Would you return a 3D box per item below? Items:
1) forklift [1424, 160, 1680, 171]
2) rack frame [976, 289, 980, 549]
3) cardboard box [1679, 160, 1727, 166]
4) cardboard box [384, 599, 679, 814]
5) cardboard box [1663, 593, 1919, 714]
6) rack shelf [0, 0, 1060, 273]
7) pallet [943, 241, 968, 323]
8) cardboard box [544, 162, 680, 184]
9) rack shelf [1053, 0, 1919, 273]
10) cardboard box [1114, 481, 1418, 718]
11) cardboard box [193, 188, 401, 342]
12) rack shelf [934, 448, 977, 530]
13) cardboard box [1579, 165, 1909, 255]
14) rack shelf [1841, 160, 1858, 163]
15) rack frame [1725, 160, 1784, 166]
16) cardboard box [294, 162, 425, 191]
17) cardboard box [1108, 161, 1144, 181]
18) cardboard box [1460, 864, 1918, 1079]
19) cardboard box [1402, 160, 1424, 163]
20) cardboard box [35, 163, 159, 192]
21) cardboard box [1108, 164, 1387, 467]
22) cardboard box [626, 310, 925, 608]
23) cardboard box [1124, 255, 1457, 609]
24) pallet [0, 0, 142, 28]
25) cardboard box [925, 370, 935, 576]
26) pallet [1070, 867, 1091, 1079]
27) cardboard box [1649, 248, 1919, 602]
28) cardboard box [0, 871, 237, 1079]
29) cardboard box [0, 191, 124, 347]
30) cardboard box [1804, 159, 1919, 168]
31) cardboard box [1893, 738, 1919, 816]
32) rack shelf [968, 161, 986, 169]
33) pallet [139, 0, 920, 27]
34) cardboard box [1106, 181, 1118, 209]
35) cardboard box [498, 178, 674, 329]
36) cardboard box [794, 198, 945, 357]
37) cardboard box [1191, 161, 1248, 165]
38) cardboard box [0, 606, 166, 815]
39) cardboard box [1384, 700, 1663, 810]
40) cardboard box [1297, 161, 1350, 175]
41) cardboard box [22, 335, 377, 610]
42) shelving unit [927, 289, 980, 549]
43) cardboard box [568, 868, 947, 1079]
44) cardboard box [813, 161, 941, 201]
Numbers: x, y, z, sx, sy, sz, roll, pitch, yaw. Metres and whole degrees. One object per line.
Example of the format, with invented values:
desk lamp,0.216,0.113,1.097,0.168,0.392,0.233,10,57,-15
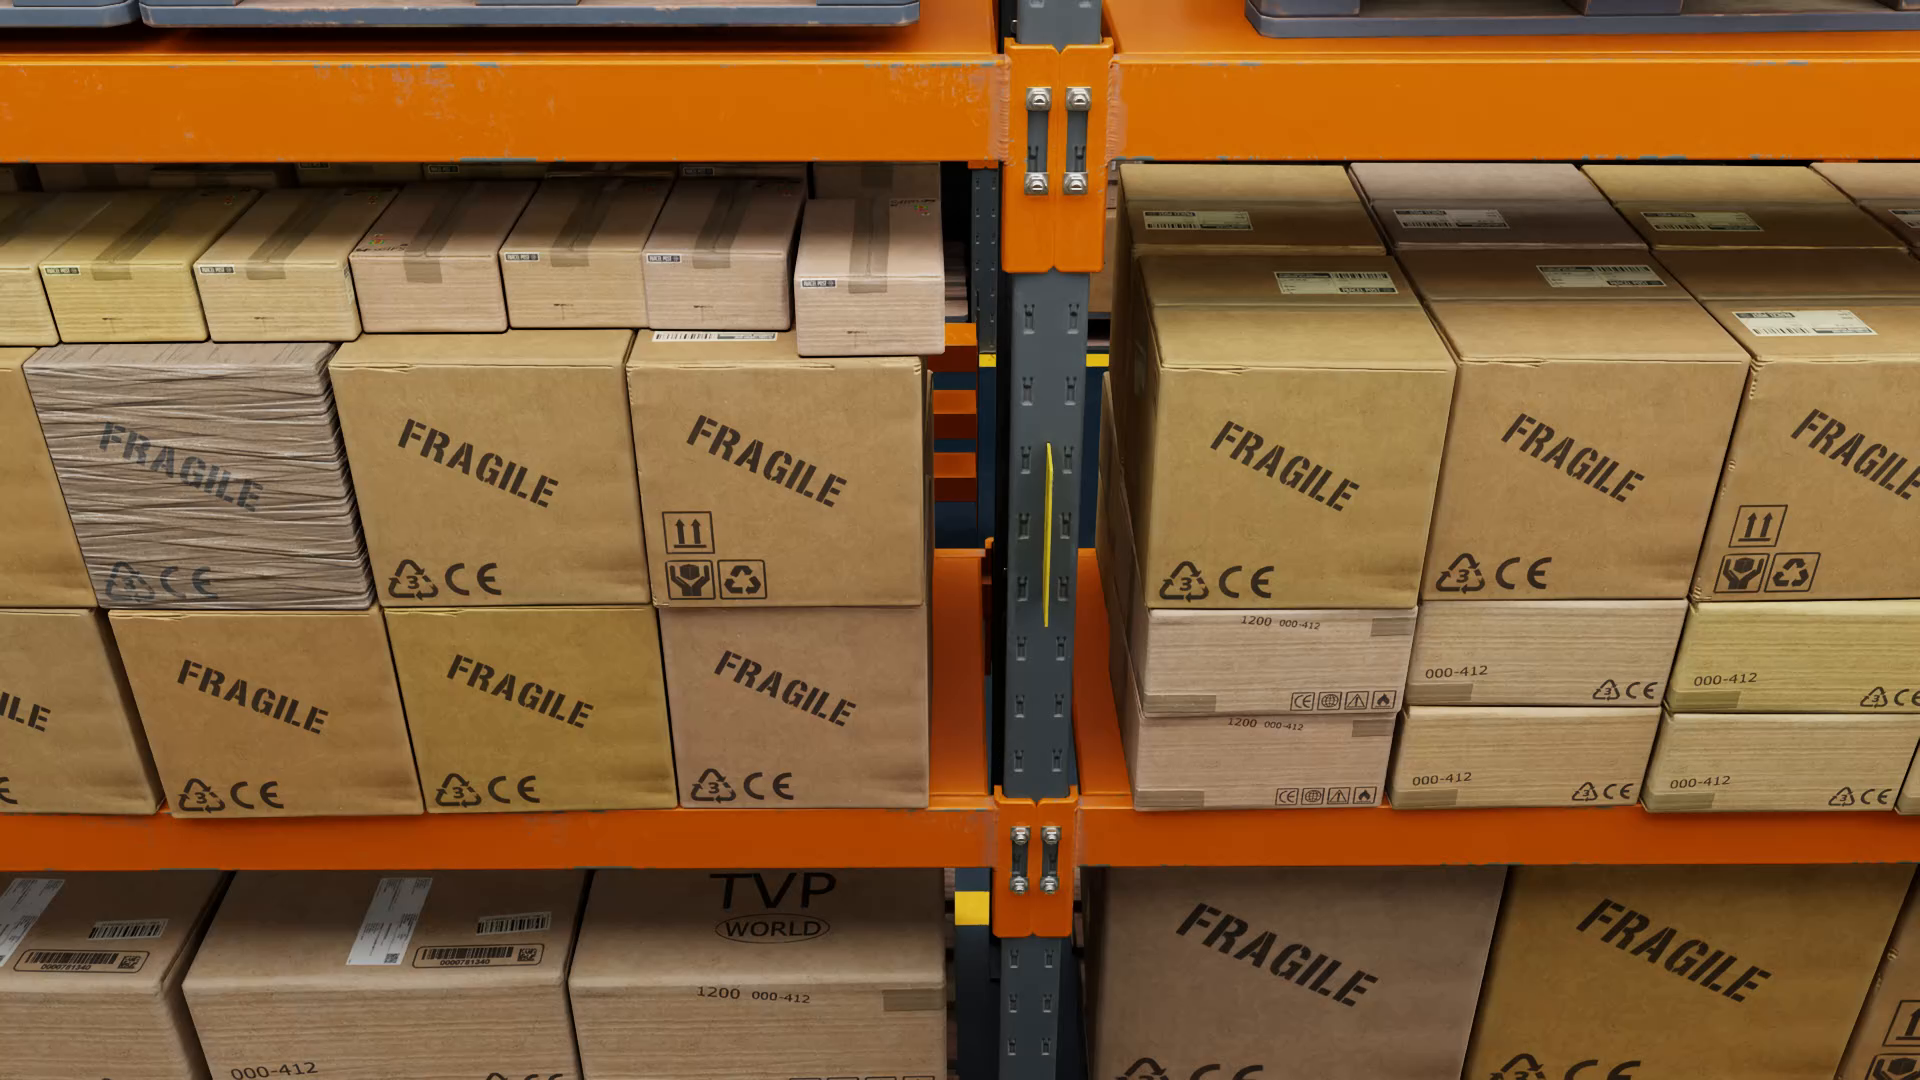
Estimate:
forklift,2.518,-1.301,6.069,3.031,2.935,1.130,-2,31,-4
rack frame,0.069,-0.449,6.478,0.008,1.050,0.200,0,31,0
cardboard box,3.624,-1.732,8.093,0.250,0.149,0.380,-2,31,-3
cardboard box,-0.826,0.206,3.423,0.500,0.500,0.500,-1,31,-2
cardboard box,1.618,0.101,3.354,0.500,0.250,0.500,0,31,0
rack shelf,-1.849,-0.859,3.075,4.000,0.370,1.077,0,31,0
pallet,-0.570,-1.271,8.641,1.213,0.211,1.003,0,31,0
cardboard box,-0.678,-0.739,3.391,0.250,0.149,0.380,-1,31,-1
rack shelf,2.150,-0.871,3.096,4.000,0.370,1.077,0,31,0
cardboard box,0.592,0.105,3.347,0.500,0.250,0.500,-1,31,-2
cardboard box,-1.172,-0.502,3.000,0.250,0.149,0.380,0,31,-1
rack shelf,-0.054,-0.202,6.627,0.240,0.259,0.215,0,31,0
cardboard box,1.620,-0.489,3.604,0.500,0.500,0.500,1,31,1
rack shelf,6.117,-2.176,8.138,4.000,0.370,1.077,0,31,0
rack frame,4.117,-2.477,7.941,0.127,3.000,1.000,0,31,0
cardboard box,-1.193,-0.785,3.466,0.250,0.149,0.380,-1,31,-2
cardboard box,0.737,-1.869,8.031,0.250,0.149,0.380,-2,31,-3
cardboard box,1.673,0.789,4.202,0.875,0.875,0.875,1,31,1
cardboard box,2.298,-1.743,8.110,0.250,0.149,0.380,-2,31,-3
cardboard box,-1.690,-0.776,3.452,0.250,0.149,0.380,0,31,0
cardboard box,0.596,-0.492,3.609,0.500,0.500,0.500,1,31,1
cardboard box,-0.320,-0.216,3.153,0.500,0.500,0.500,0,31,-1
cardboard box,0.592,-0.213,3.148,0.500,0.500,0.500,0,31,0
pallet,-1.885,-1.135,2.923,1.213,0.211,1.003,0,31,0
cardboard box,-0.320,-0.067,3.873,0.500,0.500,0.500,1,31,1
pallet,0.922,1.261,4.469,1.213,0.211,1.003,0,31,0
cardboard box,1.602,-0.229,3.175,0.500,0.500,0.500,-1,31,-2
cardboard box,-2.275,0.977,4.313,0.875,0.438,0.875,1,31,1
cardboard box,-1.680,-0.492,2.983,0.250,0.149,0.380,0,31,0
cardboard box,4.741,-1.636,8.440,0.625,0.625,0.875,1,31,1
cardboard box,2.122,0.317,3.480,0.500,0.250,0.500,-1,31,-1
rack shelf,-1.883,-2.151,8.097,4.000,0.370,1.077,0,31,0
pallet,-0.668,-1.137,2.927,1.213,0.211,1.003,0,31,0
cardboard box,0.754,-1.757,8.134,0.250,0.149,0.380,-1,31,-2
cardboard box,-0.669,-0.531,3.048,0.250,0.149,0.380,0,31,0
cardboard box,-0.156,-0.472,2.950,0.250,0.149,0.380,-1,31,-1
cardboard box,1.284,-1.772,8.158,0.250,0.149,0.380,-1,31,-1
cardboard box,-1.852,0.209,3.418,0.500,0.500,0.500,1,31,1
cardboard box,1.110,0.307,3.496,0.500,0.250,0.500,-1,31,-2
cardboard box,1.783,-1.753,8.126,0.250,0.149,0.380,1,31,1
cardboard box,-1.336,-0.212,3.147,0.500,0.500,0.500,0,31,0
shelving unit,-0.054,-0.449,6.477,0.252,1.050,0.215,0,31,0
cardboard box,-0.478,0.972,4.321,0.875,0.438,0.875,-1,31,-1
cardboard box,-0.167,-0.771,3.444,0.250,0.149,0.380,-1,31,-1
